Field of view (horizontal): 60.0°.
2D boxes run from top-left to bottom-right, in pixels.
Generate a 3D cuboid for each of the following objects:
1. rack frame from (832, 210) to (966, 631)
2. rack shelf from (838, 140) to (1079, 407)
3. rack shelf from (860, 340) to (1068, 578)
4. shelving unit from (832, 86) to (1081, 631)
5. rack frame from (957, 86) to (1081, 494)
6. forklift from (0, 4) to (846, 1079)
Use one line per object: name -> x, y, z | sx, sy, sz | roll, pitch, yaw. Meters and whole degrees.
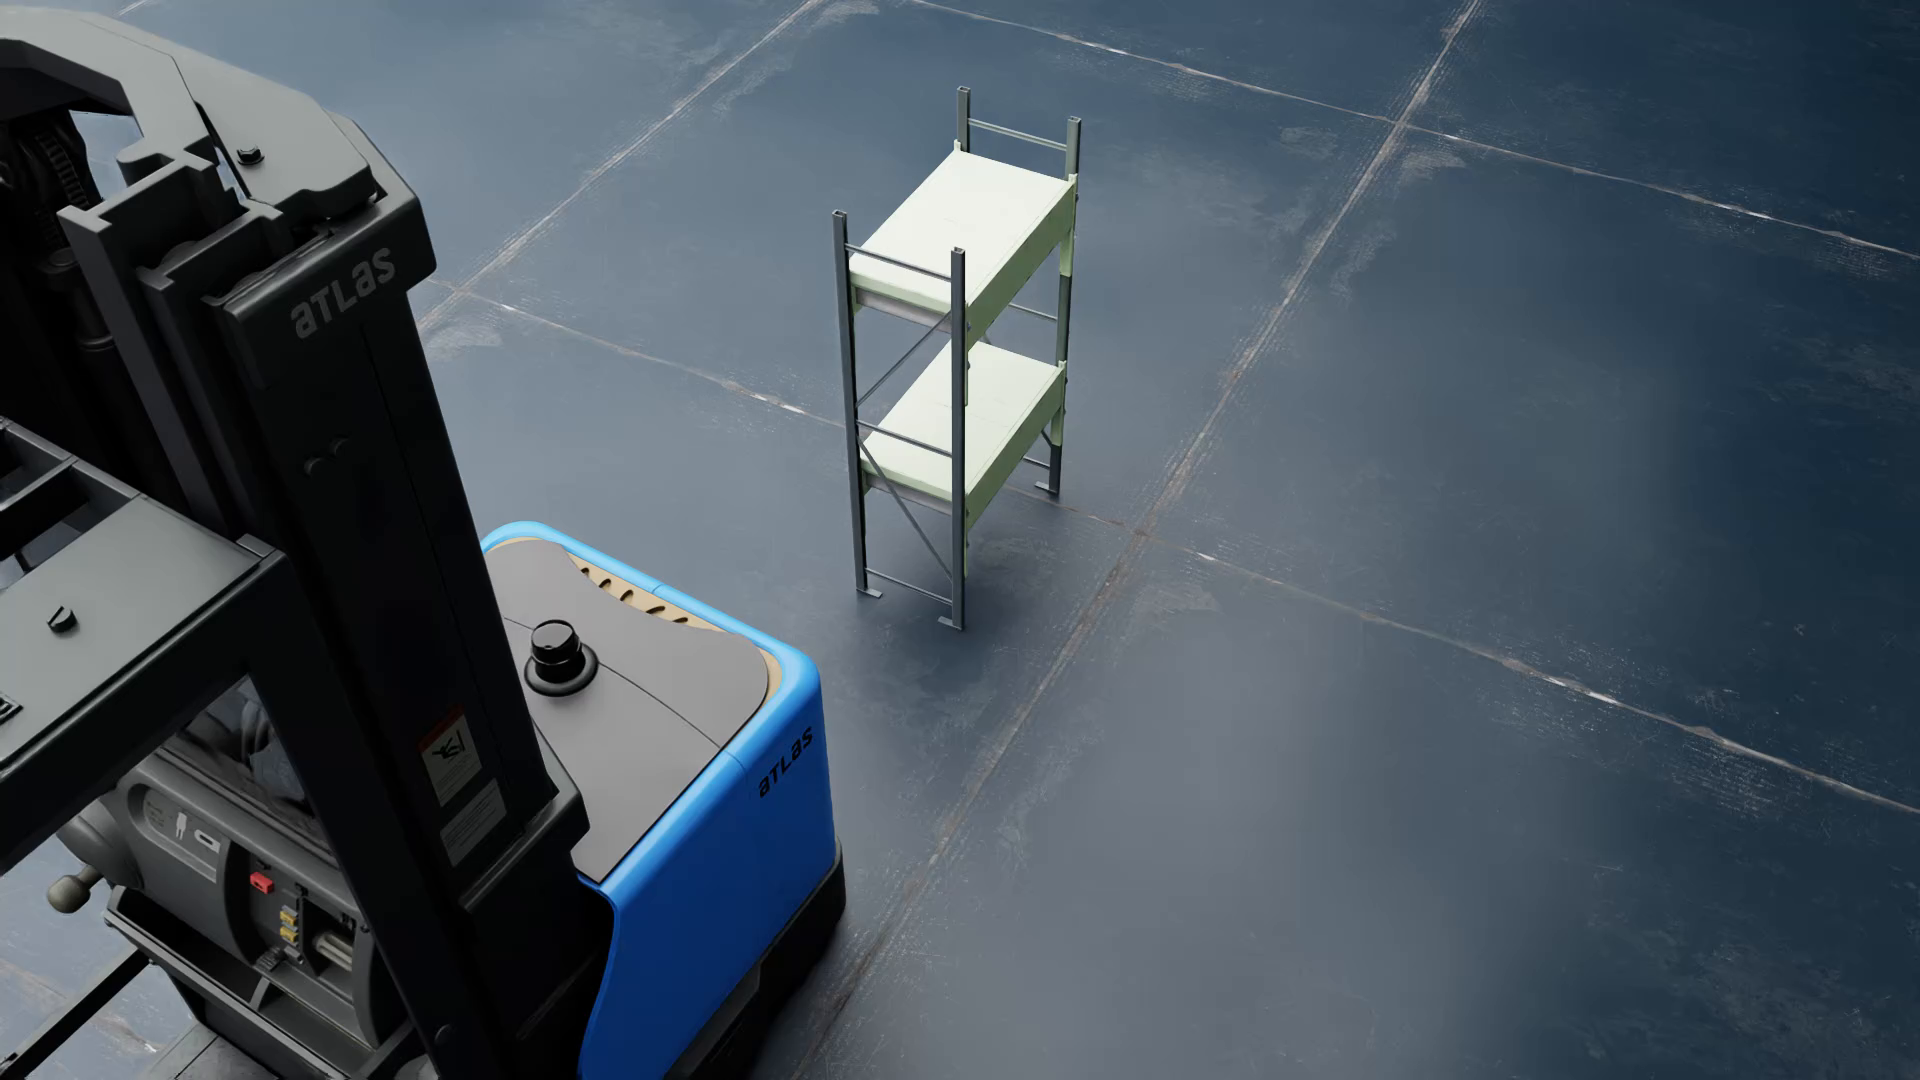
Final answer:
rack frame -> -0.167, -0.301, 4.993 | 0.400, 1.500, 0.023 | 20, 49, 19
rack shelf -> 0.003, -0.806, 4.943 | 0.431, 0.370, 0.720 | 20, 49, 19
rack shelf -> 0.003, -0.302, 5.453 | 0.431, 0.370, 0.720 | 20, 49, 19
shelving unit -> 0.003, -0.531, 5.221 | 0.431, 1.500, 0.755 | 20, 49, 19
rack frame -> 0.173, -0.762, 5.449 | 0.400, 1.500, 0.023 | 20, 49, 19
forklift -> -1.526, 0.721, 2.976 | 1.130, 2.935, 3.031 | 24, 50, 22
